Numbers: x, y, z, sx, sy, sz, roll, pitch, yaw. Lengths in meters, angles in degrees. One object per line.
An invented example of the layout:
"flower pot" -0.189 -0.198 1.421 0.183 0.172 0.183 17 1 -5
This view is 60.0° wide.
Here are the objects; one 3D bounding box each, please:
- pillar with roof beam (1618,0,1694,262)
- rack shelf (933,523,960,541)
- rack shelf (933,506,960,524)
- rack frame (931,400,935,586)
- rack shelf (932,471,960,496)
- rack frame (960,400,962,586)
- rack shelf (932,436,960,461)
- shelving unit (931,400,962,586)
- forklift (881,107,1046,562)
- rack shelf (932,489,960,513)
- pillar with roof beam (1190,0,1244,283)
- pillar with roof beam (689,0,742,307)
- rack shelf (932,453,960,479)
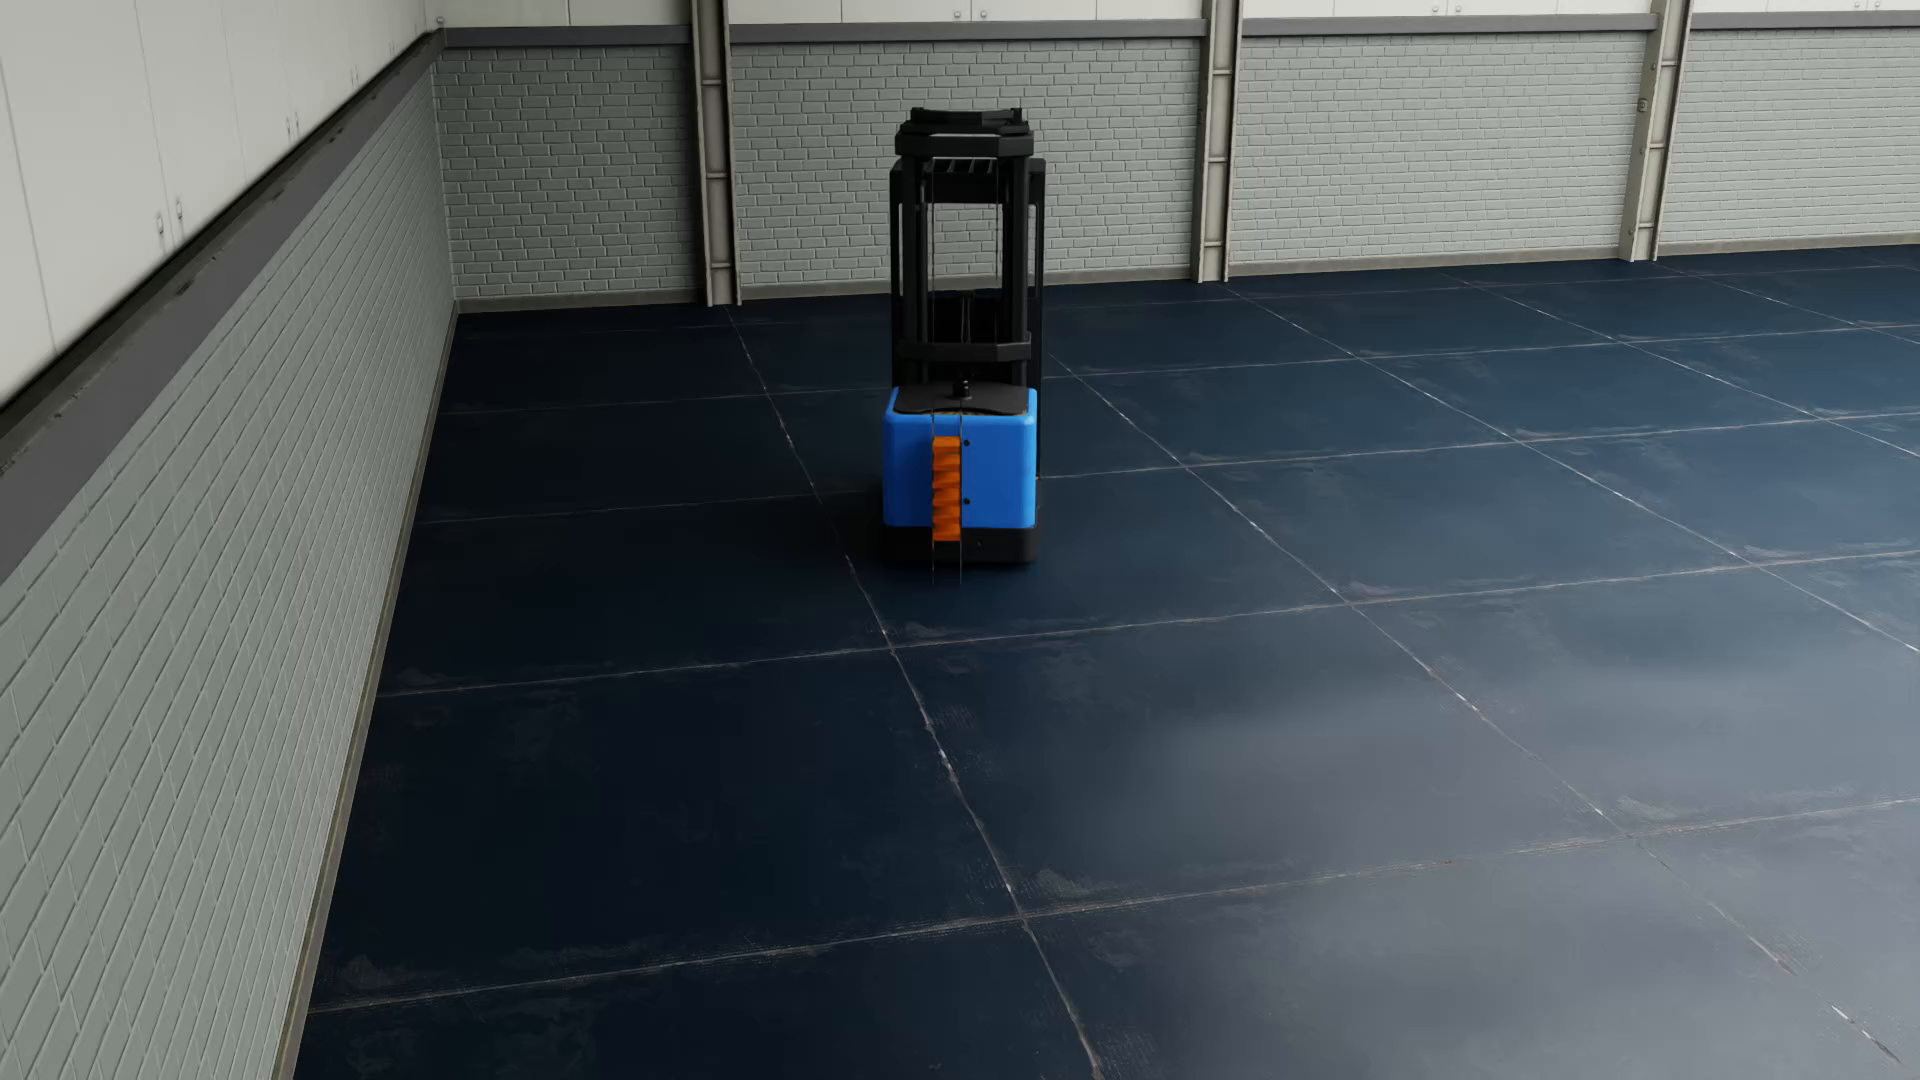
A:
"pillar with roof beam" 9.914 -6.491 16.452 0.400 9.000 9.100 -5 21 -12
"rack shelf" -0.086 -0.035 10.994 0.180 0.103 0.258 1 20 1
"rack shelf" -0.086 -0.148 10.953 0.180 0.103 0.258 1 20 1
"rack frame" -0.177 -0.303 10.898 0.006 1.200 0.240 1 20 1
"rack shelf" -0.086 -0.373 10.870 0.180 0.103 0.258 1 20 1
"rack frame" 0.006 -0.302 10.894 0.006 1.200 0.240 1 20 1
"rack shelf" -0.086 -0.599 10.788 0.180 0.103 0.258 1 20 1
"shelving unit" -0.086 -0.303 10.896 0.189 1.200 0.258 1 20 1
"forklift" 0.064 -1.684 12.151 1.130 2.935 3.031 1 20 3
"rack shelf" -0.086 -0.261 10.911 0.180 0.103 0.258 1 20 1
"pillar with roof beam" 4.075 -6.016 15.155 0.400 9.000 9.100 -5 21 -12
"pillar with roof beam" -1.764 -5.541 13.859 0.400 9.000 9.100 -5 21 -12
"rack shelf" -0.086 -0.486 10.829 0.180 0.103 0.258 1 20 1
